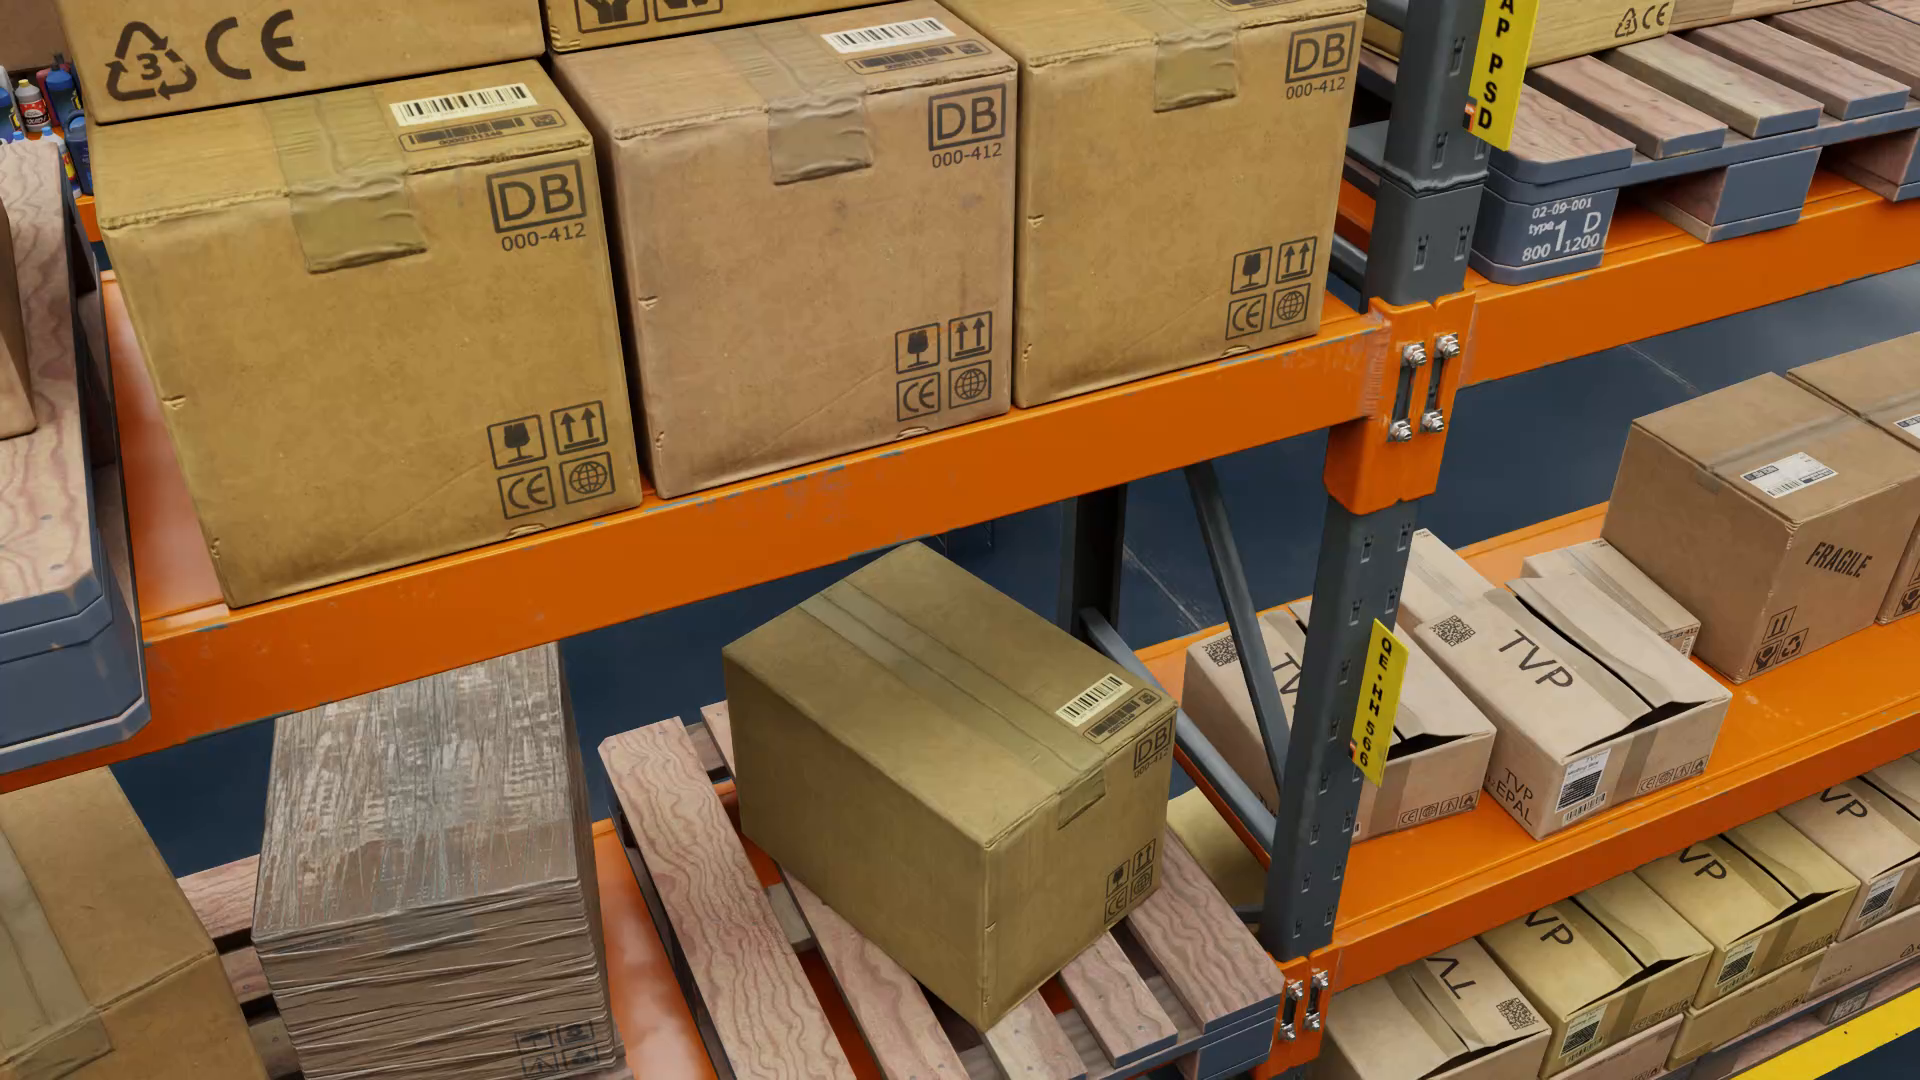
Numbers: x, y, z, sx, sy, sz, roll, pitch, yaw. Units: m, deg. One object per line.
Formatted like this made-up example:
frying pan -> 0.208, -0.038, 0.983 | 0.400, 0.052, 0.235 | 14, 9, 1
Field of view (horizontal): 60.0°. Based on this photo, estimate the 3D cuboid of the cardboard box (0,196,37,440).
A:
cardboard box -> -1.432, -0.435, 1.781 | 0.600, 0.600, 0.600 | -17, 40, -22

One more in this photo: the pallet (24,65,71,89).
pallet -> -5.559, -3.325, 11.056 | 1.213, 0.211, 1.003 | -16, 39, -20

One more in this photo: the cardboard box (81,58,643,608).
cardboard box -> -0.817, -0.423, 2.200 | 0.500, 0.500, 0.910 | -16, 39, -20

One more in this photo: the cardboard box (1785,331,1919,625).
cardboard box -> 2.484, -0.174, 4.383 | 0.500, 0.500, 0.500 | -16, 39, -20

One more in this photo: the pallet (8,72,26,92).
pallet -> -6.665, -3.014, 10.636 | 1.213, 0.211, 1.003 | -16, 39, -20

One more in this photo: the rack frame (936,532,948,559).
rack frame -> -0.099, -0.334, 6.444 | 0.006, 0.900, 0.240 | -16, 39, -20

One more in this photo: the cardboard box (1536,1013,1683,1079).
cardboard box -> 1.549, 1.267, 4.480 | 0.500, 0.250, 0.500 | -17, 40, -21

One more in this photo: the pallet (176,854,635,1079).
pallet -> -1.263, 1.005, 3.039 | 1.213, 0.211, 1.003 | -16, 39, -20

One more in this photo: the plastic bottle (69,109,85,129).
plastic bottle -> -3.366, -1.522, 6.392 | 0.097, 0.271, 0.097 | 0, 37, 0

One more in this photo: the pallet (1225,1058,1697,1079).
pallet -> 1.257, 1.365, 4.732 | 1.213, 0.211, 1.003 | -16, 39, -20

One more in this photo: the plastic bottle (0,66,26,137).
plastic bottle -> -3.888, -1.764, 6.715 | 0.135, 0.276, 0.152 | -16, 39, -20

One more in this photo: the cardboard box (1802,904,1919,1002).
cardboard box -> 2.482, 1.002, 4.836 | 0.500, 0.250, 0.500 | -15, 39, -19

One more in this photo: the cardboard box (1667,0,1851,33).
cardboard box -> 1.349, -1.168, 3.062 | 0.500, 0.250, 0.500 | -15, 39, -19

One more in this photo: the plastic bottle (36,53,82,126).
plastic bottle -> -3.698, -1.850, 6.824 | 0.133, 0.283, 0.061 | -16, 39, -20

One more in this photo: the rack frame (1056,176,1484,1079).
rack frame -> 0.496, 0.433, 3.649 | 0.127, 3.000, 1.000 | -16, 39, -20

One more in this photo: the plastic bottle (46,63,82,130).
plastic bottle -> -3.648, -1.807, 6.777 | 0.097, 0.271, 0.097 | 0, 37, 0

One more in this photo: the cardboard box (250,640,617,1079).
cardboard box -> -0.936, 0.573, 3.023 | 0.500, 0.500, 0.700 | -9, 37, -11

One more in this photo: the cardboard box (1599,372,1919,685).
cardboard box -> 2.008, -0.041, 4.203 | 0.500, 0.500, 0.500 | -18, 40, -22

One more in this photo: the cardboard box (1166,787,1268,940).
cardboard box -> 0.865, 0.878, 4.533 | 0.500, 0.311, 0.500 | -15, 39, -19

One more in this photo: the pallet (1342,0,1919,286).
pallet -> 1.072, -0.916, 3.108 | 1.003, 0.211, 1.213 | -14, 39, -18

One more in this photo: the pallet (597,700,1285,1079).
pallet -> -0.088, 0.719, 3.423 | 1.003, 0.211, 1.213 | -16, 39, -20

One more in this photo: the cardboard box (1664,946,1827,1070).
cardboard box -> 2.017, 1.132, 4.662 | 0.500, 0.250, 0.500 | -17, 40, -21

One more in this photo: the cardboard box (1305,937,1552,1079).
cardboard box -> 1.095, 1.169, 4.141 | 0.500, 0.311, 0.500 | -14, 39, -18

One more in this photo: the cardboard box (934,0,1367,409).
cardboard box -> 0.115, -0.683, 2.552 | 0.500, 0.500, 0.910 | -16, 39, -20

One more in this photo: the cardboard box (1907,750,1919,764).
cardboard box -> 2.951, 0.648, 4.843 | 0.500, 0.311, 0.500 | -16, 39, -20

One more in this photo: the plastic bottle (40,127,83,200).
plastic bottle -> -3.393, -1.419, 6.254 | 0.097, 0.271, 0.097 | 0, 37, 0

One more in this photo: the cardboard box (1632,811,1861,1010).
cardboard box -> 2.029, 0.904, 4.498 | 0.500, 0.311, 0.500 | -17, 40, -21

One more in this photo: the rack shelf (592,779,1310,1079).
rack shelf -> -1.315, 1.228, 3.180 | 4.000, 0.370, 1.077 | -16, 39, -20

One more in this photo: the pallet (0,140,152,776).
pallet -> -1.568, -0.075, 1.974 | 1.003, 0.211, 1.213 | -16, 39, -20

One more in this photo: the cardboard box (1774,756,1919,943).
cardboard box -> 2.494, 0.773, 4.674 | 0.500, 0.311, 0.500 | -16, 39, -21

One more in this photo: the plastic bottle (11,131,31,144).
plastic bottle -> -3.481, -1.395, 6.220 | 0.097, 0.271, 0.097 | 0, 37, 0

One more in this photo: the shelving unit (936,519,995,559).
shelving unit -> -0.007, -0.359, 6.479 | 0.210, 0.900, 0.258 | -16, 39, -20

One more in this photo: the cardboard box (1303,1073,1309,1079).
cardboard box -> 1.095, 1.394, 4.308 | 0.500, 0.250, 0.500 | -16, 39, -20

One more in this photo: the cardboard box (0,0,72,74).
cardboard box -> -5.952, -3.613, 10.534 | 0.875, 0.875, 1.225 | -17, 40, -21

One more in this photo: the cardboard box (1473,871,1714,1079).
cardboard box -> 1.567, 1.032, 4.326 | 0.500, 0.311, 0.500 | -17, 40, -21

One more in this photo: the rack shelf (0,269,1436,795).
rack shelf -> -1.315, 0.023, 2.287 | 4.000, 0.370, 1.077 | -16, 39, -20

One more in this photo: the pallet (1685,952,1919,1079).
pallet -> 2.360, 1.059, 5.145 | 1.213, 0.211, 1.003 | -16, 39, -20

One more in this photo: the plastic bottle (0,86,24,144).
plastic bottle -> -3.818, -1.700, 6.632 | 0.097, 0.271, 0.097 | 0, 37, 0

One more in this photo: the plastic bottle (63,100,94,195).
plastic bottle -> -3.275, -1.499, 6.295 | 0.185, 0.351, 0.144 | -16, 39, -20

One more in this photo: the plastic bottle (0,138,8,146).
plastic bottle -> -3.597, -1.382, 6.199 | 0.135, 0.276, 0.152 | -16, 39, -20

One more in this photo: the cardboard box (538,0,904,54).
cardboard box -> -0.364, -0.978, 2.109 | 0.500, 0.500, 0.500 | -16, 39, -20

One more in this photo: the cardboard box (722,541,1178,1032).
cardboard box -> -0.027, 0.444, 3.197 | 0.500, 0.500, 0.700 | -30, 46, -34

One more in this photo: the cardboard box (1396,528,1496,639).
cardboard box -> 1.192, 0.157, 4.231 | 0.250, 0.149, 0.380 | -16, 39, -20

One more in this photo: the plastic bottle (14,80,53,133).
plastic bottle -> -3.795, -1.778, 6.796 | 0.097, 0.201, 0.097 | 0, 37, 0

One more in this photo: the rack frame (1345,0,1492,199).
rack frame -> 0.496, -1.977, 1.861 | 0.127, 3.000, 1.000 | -16, 39, -20

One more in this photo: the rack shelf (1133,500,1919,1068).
rack shelf -> 2.306, 0.216, 4.545 | 4.000, 0.370, 1.077 | -16, 39, -20

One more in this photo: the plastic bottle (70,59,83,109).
plastic bottle -> -3.536, -1.895, 6.828 | 0.185, 0.351, 0.144 | -16, 39, -20

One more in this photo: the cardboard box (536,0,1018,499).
cardboard box -> -0.347, -0.554, 2.378 | 0.500, 0.500, 0.910 | -16, 39, -20

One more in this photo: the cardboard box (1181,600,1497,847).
cardboard box -> 0.844, 0.400, 3.767 | 0.500, 0.311, 0.500 | -13, 39, -17

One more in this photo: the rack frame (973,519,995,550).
rack frame -> 0.085, -0.385, 6.514 | 0.006, 0.900, 0.240 | -16, 39, -20

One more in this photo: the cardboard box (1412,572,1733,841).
cardboard box -> 1.388, 0.347, 3.839 | 0.500, 0.311, 0.500 | -16, 39, -20

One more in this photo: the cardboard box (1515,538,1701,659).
cardboard box -> 1.626, 0.181, 4.199 | 0.250, 0.149, 0.380 | -13, 38, -17

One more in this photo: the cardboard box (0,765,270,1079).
cardboard box -> -1.552, 0.756, 2.776 | 0.500, 0.500, 0.700 | -26, 44, -31

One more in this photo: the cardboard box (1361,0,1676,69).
cardboard box -> 0.882, -1.026, 2.870 | 0.500, 0.250, 0.500 | -19, 40, -23

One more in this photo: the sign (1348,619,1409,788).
sign -> 0.735, 0.290, 2.936 | 0.005, 0.325, 0.100 | -16, 39, -20

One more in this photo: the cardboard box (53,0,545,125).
cardboard box -> -0.825, -0.848, 1.935 | 0.500, 0.500, 0.500 | -16, 39, -20

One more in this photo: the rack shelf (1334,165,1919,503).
rack shelf -> 2.306, -0.989, 3.652 | 4.000, 0.370, 1.077 | -16, 39, -20

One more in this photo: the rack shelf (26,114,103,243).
rack shelf -> -3.416, -1.444, 6.783 | 4.000, 0.370, 1.077 | -16, 39, -20

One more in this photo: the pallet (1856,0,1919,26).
pallet -> 2.083, -1.201, 3.492 | 1.213, 0.211, 1.003 | -14, 39, -18

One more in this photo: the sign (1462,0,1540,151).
sign -> 0.724, -0.686, 2.206 | 0.005, 0.325, 0.100 | -16, 39, -20
